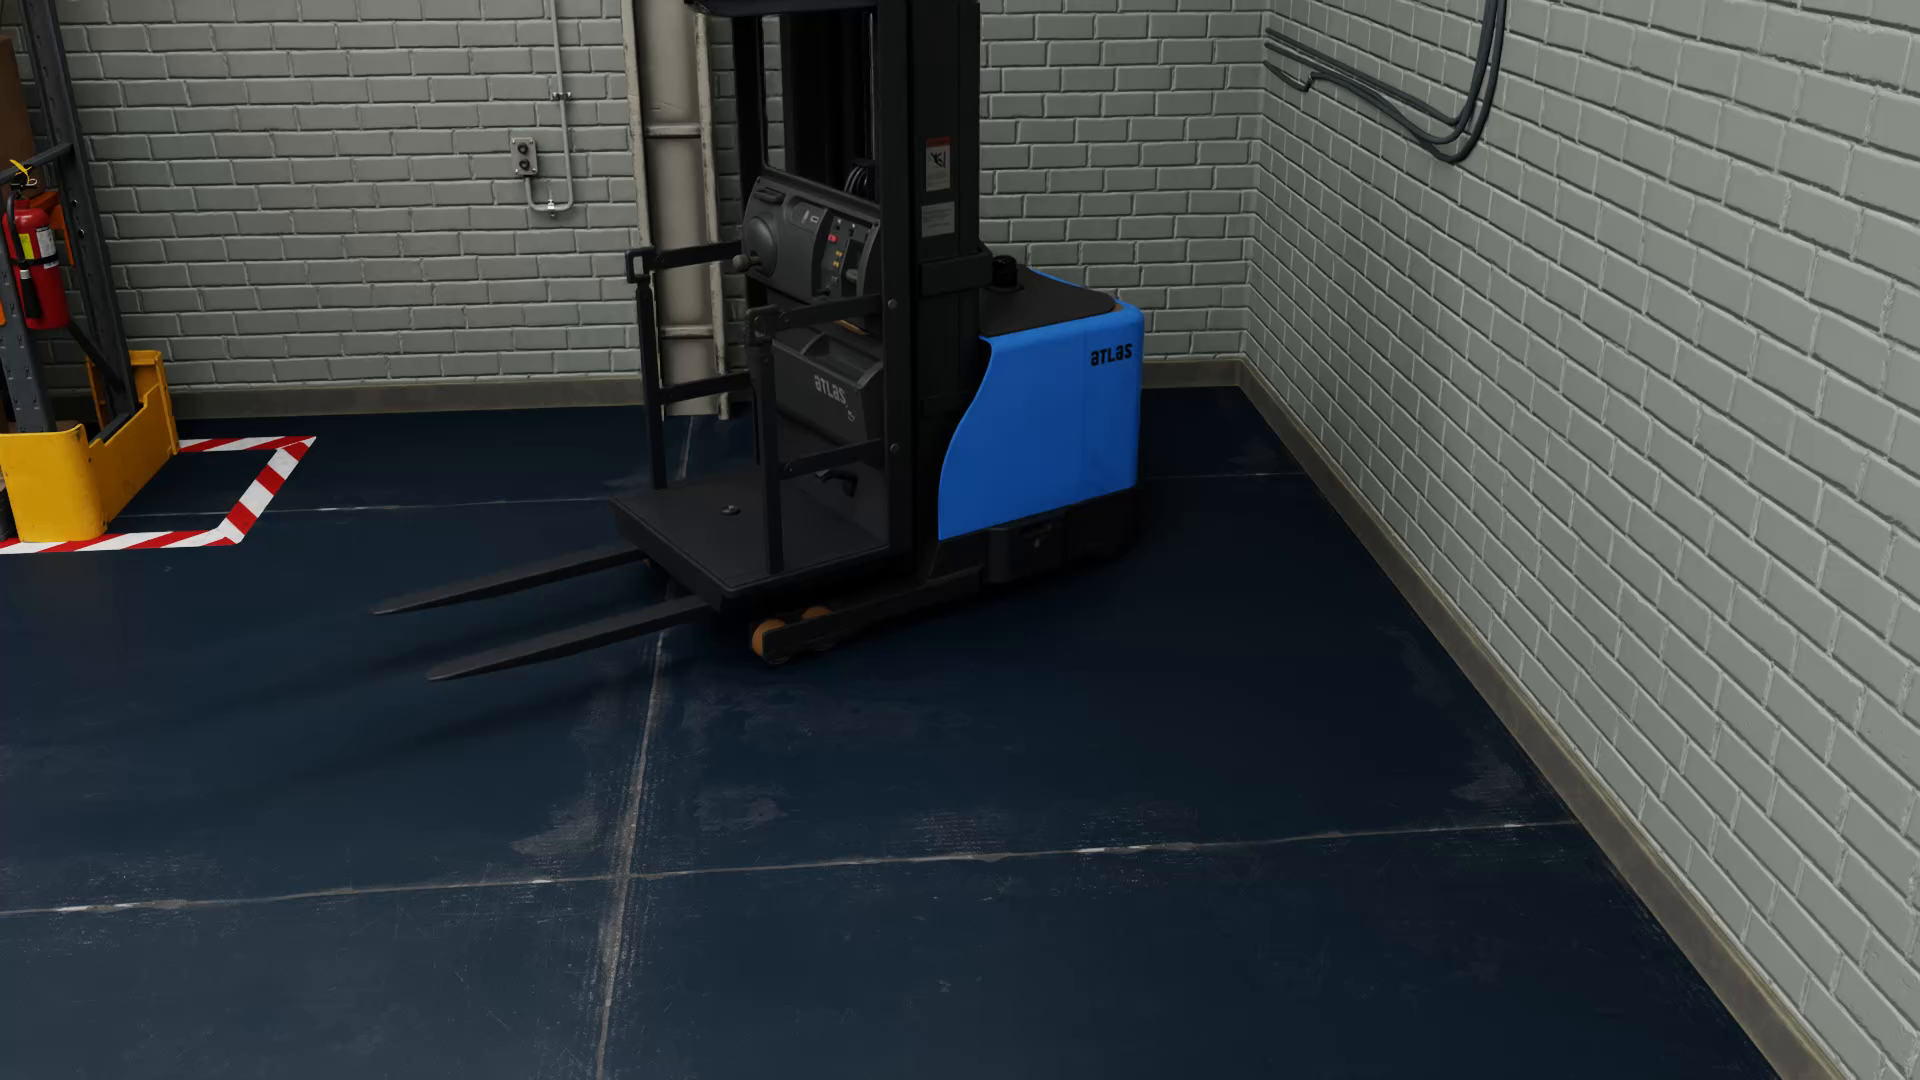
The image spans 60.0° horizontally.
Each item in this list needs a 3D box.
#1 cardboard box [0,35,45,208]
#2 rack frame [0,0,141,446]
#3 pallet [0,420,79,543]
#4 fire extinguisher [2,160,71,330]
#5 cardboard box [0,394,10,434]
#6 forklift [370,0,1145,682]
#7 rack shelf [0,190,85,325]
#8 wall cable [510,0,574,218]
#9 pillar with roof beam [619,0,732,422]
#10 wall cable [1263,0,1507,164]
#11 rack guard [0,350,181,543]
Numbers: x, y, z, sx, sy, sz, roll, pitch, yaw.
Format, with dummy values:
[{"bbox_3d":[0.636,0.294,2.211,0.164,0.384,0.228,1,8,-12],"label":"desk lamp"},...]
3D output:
[{"bbox_3d":[-4.519,-1.709,7.033,0.700,0.700,0.980,-1,24,-3],"label":"cardboard box"},{"bbox_3d":[-4.013,-1.597,7.149,0.127,3.000,1.000,-2,24,-5],"label":"rack frame"},{"bbox_3d":[-4.801,-0.259,7.573,1.213,0.211,1.003,-2,24,-5],"label":"pallet"},{"bbox_3d":[-3.817,-1.210,6.835,0.183,0.674,0.296,-2,24,-5],"label":"fire extinguisher"},{"bbox_3d":[-4.700,-0.578,7.418,0.500,0.500,0.700,-2,24,-5],"label":"cardboard box"},{"bbox_3d":[-0.740,-1.119,6.159,3.031,2.935,1.130,-16,28,-31],"label":"forklift"},{"bbox_3d":[-6.003,-1.188,7.116,4.000,0.370,1.077,-2,24,-5],"label":"rack shelf"},{"bbox_3d":[-2.831,-2.494,7.918,1.851,1.984,0.084,-2,24,-5],"label":"wall cable"},{"bbox_3d":[-0.988,-3.055,3.045,0.400,9.000,9.100,-2,24,-5],"label":"pillar with roof beam"},{"bbox_3d":[1.651,-3.001,6.744,0.112,2.526,3.097,-2,24,-5],"label":"wall cable"},{"bbox_3d":[-3.989,-0.455,7.659,0.348,0.500,1.175,-2,24,-5],"label":"rack guard"}]
